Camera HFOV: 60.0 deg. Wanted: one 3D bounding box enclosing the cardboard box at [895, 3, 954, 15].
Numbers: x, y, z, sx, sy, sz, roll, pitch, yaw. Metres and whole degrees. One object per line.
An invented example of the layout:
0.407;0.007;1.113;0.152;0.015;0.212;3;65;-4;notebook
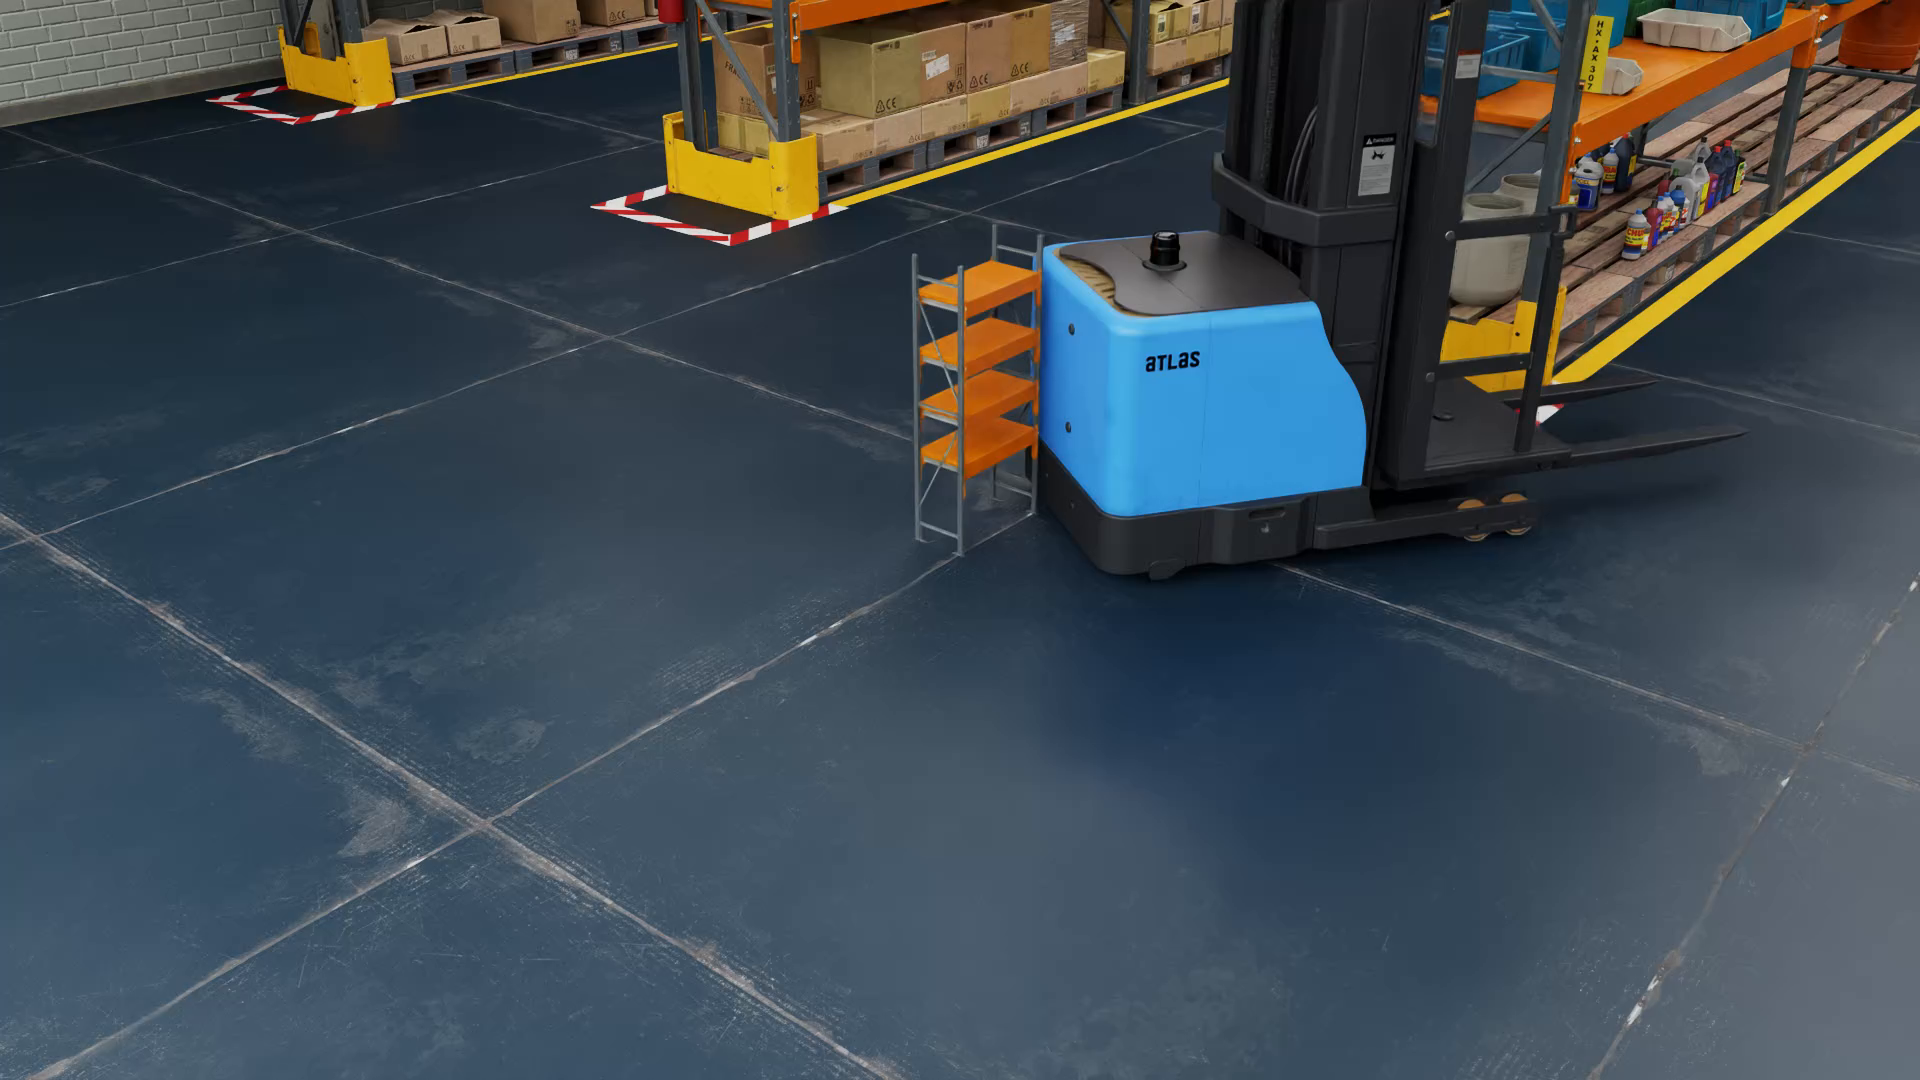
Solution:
-0.390;-3.736;12.426;0.500;0.500;0.500;21;34;34;cardboard box

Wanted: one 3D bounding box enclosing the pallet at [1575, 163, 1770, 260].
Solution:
4.460;-2.129;10.636;1.003;0.211;1.213;21;34;34;pallet

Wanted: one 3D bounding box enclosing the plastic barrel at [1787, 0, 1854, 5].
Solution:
5.399;-3.865;10.410;0.600;0.901;0.708;21;34;34;plastic barrel

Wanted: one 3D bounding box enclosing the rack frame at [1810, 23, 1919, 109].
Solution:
7.463;-5.012;13.173;1.000;3.000;0.127;21;34;34;rack frame

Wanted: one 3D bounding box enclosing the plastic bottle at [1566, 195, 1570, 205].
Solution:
3.582;-2.008;9.933;0.097;0.201;0.097;0;27;0;plastic bottle

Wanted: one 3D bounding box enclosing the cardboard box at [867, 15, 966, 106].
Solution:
-0.308;-3.407;11.790;0.500;0.500;0.500;21;34;34;cardboard box

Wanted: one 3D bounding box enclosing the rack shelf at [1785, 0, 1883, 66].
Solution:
6.191;-3.983;11.968;1.077;0.370;4.000;21;34;34;rack shelf

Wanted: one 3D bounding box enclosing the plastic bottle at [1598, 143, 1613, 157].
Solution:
4.085;-2.448;10.621;0.144;0.351;0.185;22;34;36;plastic bottle

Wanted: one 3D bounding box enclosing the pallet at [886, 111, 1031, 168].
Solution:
-0.215;-3.100;12.512;1.003;0.211;1.213;21;34;34;pallet

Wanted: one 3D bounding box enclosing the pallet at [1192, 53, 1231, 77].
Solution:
2.313;-4.511;15.240;1.003;0.211;1.213;21;34;34;pallet

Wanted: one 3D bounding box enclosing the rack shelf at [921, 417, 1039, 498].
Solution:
0.071;-0.350;6.699;0.258;0.148;0.480;20;34;34;rack shelf

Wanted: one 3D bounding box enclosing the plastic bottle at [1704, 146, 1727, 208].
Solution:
4.610;-2.232;10.204;0.144;0.351;0.185;19;33;32;plastic bottle

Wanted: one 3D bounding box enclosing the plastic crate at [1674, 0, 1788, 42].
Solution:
4.425;-3.056;9.554;0.499;0.251;0.616;21;34;34;plastic crate

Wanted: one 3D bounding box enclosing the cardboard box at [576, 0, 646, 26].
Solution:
-3.355;-5.195;15.768;0.500;0.500;0.500;18;32;31;cardboard box

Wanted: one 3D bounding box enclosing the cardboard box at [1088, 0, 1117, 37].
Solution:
1.136;-4.484;14.079;0.500;0.311;0.500;21;34;34;cardboard box

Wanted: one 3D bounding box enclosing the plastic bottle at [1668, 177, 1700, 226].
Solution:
4.298;-2.028;9.890;0.152;0.276;0.135;21;34;35;plastic bottle

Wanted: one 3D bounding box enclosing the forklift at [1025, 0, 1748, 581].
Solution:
1.854;-1.521;6.499;3.031;2.935;1.130;-8;28;-15;forklift

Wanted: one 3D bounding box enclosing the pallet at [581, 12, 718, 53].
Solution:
-3.125;-5.002;16.189;1.003;0.211;1.213;21;34;34;pallet

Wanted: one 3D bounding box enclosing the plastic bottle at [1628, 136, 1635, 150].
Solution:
4.276;-2.444;10.687;0.061;0.283;0.133;21;34;34;plastic bottle

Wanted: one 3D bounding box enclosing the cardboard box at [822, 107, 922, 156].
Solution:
-0.617;-2.893;11.613;0.500;0.250;0.500;21;34;34;cardboard box

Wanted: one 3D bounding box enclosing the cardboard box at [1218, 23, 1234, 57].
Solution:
2.200;-4.444;14.611;0.500;0.250;0.500;20;33;33;cardboard box

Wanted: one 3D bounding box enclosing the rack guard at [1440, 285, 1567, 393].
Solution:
2.387;-1.106;8.344;1.175;0.500;0.348;21;34;34;rack guard

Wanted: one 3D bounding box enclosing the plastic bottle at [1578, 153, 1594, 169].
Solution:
3.901;-2.282;10.388;0.097;0.271;0.097;0;27;0;plastic bottle

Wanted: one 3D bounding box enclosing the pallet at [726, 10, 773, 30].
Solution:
-2.231;-5.527;17.204;1.003;0.211;1.213;21;34;34;pallet

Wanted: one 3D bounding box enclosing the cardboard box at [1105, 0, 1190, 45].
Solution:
1.554;-4.331;13.782;0.500;0.311;0.500;21;34;35;cardboard box

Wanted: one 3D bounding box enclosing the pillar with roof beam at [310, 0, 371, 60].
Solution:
-2.170;-6.978;10.445;9.100;9.000;0.400;21;34;34;pillar with roof beam

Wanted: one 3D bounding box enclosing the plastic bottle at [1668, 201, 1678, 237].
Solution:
4.113;-1.872;9.670;0.097;0.201;0.097;0;27;0;plastic bottle

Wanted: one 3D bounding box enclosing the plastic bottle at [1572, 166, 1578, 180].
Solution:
3.695;-2.230;10.200;0.144;0.351;0.185;20;34;34;plastic bottle

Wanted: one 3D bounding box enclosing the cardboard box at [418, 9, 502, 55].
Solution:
-4.398;-4.493;14.618;0.500;0.311;0.500;24;36;38;cardboard box

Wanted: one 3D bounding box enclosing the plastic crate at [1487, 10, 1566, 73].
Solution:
2.880;-2.603;8.679;0.499;0.251;0.408;21;34;34;plastic crate

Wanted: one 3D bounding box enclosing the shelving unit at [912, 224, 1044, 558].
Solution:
0.071;-0.586;6.576;0.258;1.200;0.503;20;34;34;shelving unit

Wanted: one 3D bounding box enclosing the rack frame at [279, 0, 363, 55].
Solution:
-5.270;-5.071;13.288;1.000;3.000;0.127;21;34;34;rack frame

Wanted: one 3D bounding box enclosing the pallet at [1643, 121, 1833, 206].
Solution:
5.389;-2.645;11.633;1.003;0.211;1.213;21;34;34;pallet

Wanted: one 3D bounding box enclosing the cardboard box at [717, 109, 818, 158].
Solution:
-1.332;-2.866;11.561;0.500;0.250;0.500;21;34;34;cardboard box

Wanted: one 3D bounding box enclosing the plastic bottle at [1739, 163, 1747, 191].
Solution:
4.929;-2.326;10.549;0.097;0.201;0.097;0;27;0;plastic bottle

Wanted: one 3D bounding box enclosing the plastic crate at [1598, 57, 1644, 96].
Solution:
3.192;-2.282;8.183;0.298;0.136;0.250;21;34;34;plastic crate

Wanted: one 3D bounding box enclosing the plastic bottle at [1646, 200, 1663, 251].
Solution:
3.927;-1.791;9.425;0.061;0.283;0.133;21;34;35;plastic bottle

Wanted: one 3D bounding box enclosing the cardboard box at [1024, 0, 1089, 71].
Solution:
0.646;-3.939;12.819;0.500;0.500;0.500;21;34;34;cardboard box

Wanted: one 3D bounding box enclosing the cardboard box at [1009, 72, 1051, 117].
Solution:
0.341;-3.424;12.639;0.500;0.250;0.500;21;34;34;cardboard box

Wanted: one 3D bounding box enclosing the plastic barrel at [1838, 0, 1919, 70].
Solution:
7.761;-4.413;13.920;0.600;0.830;0.708;21;34;34;plastic barrel

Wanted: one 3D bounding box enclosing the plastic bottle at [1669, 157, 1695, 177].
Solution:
4.479;-2.233;10.287;0.152;0.276;0.135;21;34;34;plastic bottle

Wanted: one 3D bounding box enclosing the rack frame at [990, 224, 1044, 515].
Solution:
0.224;-0.673;6.745;0.240;1.200;0.015;20;34;34;rack frame
